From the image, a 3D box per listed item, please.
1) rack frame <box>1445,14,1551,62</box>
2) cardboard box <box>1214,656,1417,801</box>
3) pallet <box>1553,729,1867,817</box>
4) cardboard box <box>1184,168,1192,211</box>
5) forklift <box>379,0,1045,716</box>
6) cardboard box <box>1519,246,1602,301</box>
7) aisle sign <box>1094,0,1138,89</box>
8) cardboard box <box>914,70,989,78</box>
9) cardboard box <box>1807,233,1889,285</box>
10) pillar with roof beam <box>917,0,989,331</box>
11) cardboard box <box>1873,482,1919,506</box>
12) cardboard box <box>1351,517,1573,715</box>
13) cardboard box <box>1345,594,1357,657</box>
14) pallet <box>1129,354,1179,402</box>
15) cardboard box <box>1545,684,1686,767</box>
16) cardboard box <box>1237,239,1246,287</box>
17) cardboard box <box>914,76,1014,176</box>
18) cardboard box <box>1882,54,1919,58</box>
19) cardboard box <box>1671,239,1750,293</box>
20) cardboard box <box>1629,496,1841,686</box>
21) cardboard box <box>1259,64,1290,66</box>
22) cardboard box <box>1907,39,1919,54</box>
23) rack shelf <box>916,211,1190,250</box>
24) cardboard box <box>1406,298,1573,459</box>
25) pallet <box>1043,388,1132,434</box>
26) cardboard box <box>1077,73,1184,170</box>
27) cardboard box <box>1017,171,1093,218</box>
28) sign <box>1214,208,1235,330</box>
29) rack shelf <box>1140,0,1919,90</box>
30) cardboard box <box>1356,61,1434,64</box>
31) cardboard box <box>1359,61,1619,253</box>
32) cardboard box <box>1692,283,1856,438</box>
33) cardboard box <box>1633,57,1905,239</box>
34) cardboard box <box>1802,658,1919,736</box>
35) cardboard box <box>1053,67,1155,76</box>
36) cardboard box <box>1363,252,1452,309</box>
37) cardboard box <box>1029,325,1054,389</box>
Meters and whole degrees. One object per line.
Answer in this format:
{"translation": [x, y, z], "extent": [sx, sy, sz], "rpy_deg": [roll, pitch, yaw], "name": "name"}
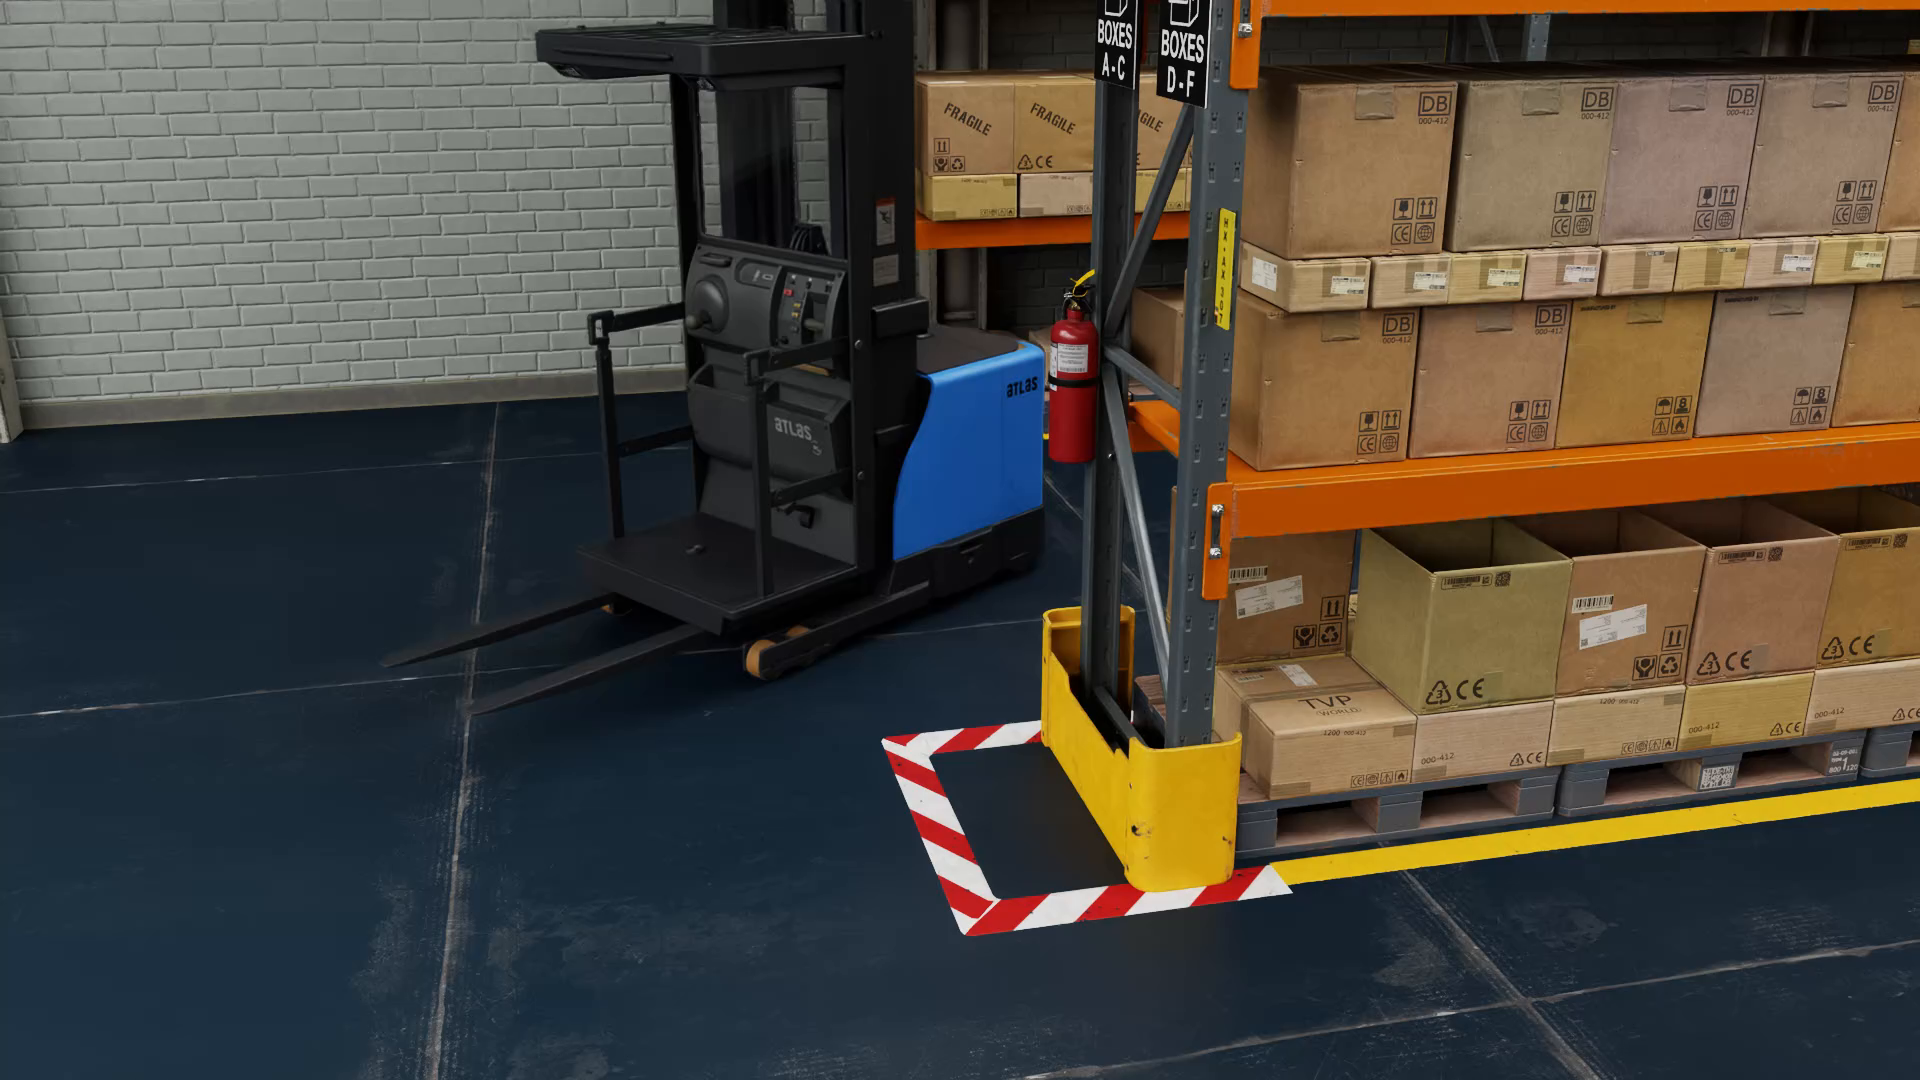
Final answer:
{"translation": [3.366, -2.473, 10.704], "extent": [0.127, 3.000, 1.000], "rpy_deg": [-5, 21, -12], "name": "rack frame"}
{"translation": [1.190, 0.628, 5.627], "extent": [0.500, 0.250, 0.500], "rpy_deg": [-5, 21, -12], "name": "cardboard box"}
{"translation": [2.536, 0.641, 6.257], "extent": [1.213, 0.211, 1.003], "rpy_deg": [-5, 21, -12], "name": "pallet"}
{"translation": [1.513, -2.151, 10.014], "extent": [0.500, 0.250, 0.500], "rpy_deg": [-4, 21, -12], "name": "cardboard box"}
{"translation": [-0.962, -1.001, 6.787], "extent": [1.130, 2.935, 3.031], "rpy_deg": [18, 26, 39], "name": "forklift"}
{"translation": [1.794, -0.869, 5.238], "extent": [0.250, 0.149, 0.380], "rpy_deg": [-5, 21, -13], "name": "cardboard box"}
{"translation": [0.485, -1.812, 5.121], "extent": [0.004, 0.787, 0.394], "rpy_deg": [-5, 21, -12], "name": "aisle sign"}
{"translation": [-0.117, -2.556, 10.029], "extent": [0.500, 0.500, 0.500], "rpy_deg": [-5, 21, -13], "name": "cardboard box"}
{"translation": [2.800, -0.951, 5.462], "extent": [0.250, 0.149, 0.380], "rpy_deg": [-4, 20, -11], "name": "cardboard box"}
{"translation": [0.946, -3.877, 5.816], "extent": [0.400, 9.000, 9.100], "rpy_deg": [-5, 21, -12], "name": "pillar with roof beam"}
{"translation": [3.619, 0.072, 6.053], "extent": [0.500, 0.500, 0.500], "rpy_deg": [-5, 21, -12], "name": "cardboard box"}
{"translation": [1.676, 0.235, 5.608], "extent": [0.500, 0.500, 0.500], "rpy_deg": [-5, 21, -12], "name": "cardboard box"}
{"translation": [1.555, 0.411, 6.219], "extent": [0.500, 0.250, 0.500], "rpy_deg": [-5, 21, -12], "name": "cardboard box"}
{"translation": [1.531, -1.001, 10.739], "extent": [1.213, 0.211, 1.003], "rpy_deg": [-5, 21, -12], "name": "pallet"}
{"translation": [2.162, 0.547, 5.846], "extent": [0.500, 0.250, 0.500], "rpy_deg": [-5, 21, -12], "name": "cardboard box"}
{"translation": [0.945, -0.944, 5.442], "extent": [0.250, 0.149, 0.380], "rpy_deg": [-5, 21, -13], "name": "cardboard box"}
{"translation": [0.007, -2.384, 9.562], "extent": [0.500, 0.500, 0.500], "rpy_deg": [-5, 21, -12], "name": "cardboard box"}
{"translation": [3.588, -1.393, 5.726], "extent": [0.500, 0.500, 0.700], "rpy_deg": [-5, 21, -13], "name": "cardboard box"}
{"translation": [2.301, -0.911, 5.353], "extent": [0.250, 0.149, 0.380], "rpy_deg": [-5, 21, -13], "name": "cardboard box"}
{"translation": [2.650, 0.158, 5.820], "extent": [0.500, 0.500, 0.500], "rpy_deg": [-5, 21, -12], "name": "cardboard box"}
{"translation": [1.870, -2.719, 10.476], "extent": [0.500, 0.500, 0.500], "rpy_deg": [-4, 21, -11], "name": "cardboard box"}
{"translation": [6.620, -3.280, 11.179], "extent": [0.250, 0.149, 0.380], "rpy_deg": [-8, 22, -22], "name": "cardboard box"}
{"translation": [1.420, -1.977, 10.396], "extent": [4.000, 0.370, 1.077], "rpy_deg": [-5, 21, -12], "name": "rack shelf"}
{"translation": [1.584, -0.621, 5.504], "extent": [0.500, 0.500, 0.700], "rpy_deg": [-4, 21, -11], "name": "cardboard box"}
{"translation": [0.346, -0.905, 10.479], "extent": [1.213, 0.211, 1.003], "rpy_deg": [-5, 21, -12], "name": "pallet"}
{"translation": [0.995, -2.459, 9.765], "extent": [0.500, 0.500, 0.500], "rpy_deg": [-5, 21, -14], "name": "cardboard box"}
{"translation": [0.523, -2.073, 9.803], "extent": [0.500, 0.250, 0.500], "rpy_deg": [-5, 21, -14], "name": "cardboard box"}
{"translation": [0.739, -0.756, 4.643], "extent": [0.005, 0.325, 0.100], "rpy_deg": [-5, 21, -12], "name": "sign"}
{"translation": [2.563, -1.727, 5.354], "extent": [4.000, 0.370, 1.077], "rpy_deg": [-5, 21, -12], "name": "rack shelf"}
{"translation": [2.861, -2.797, 10.687], "extent": [0.500, 0.500, 0.500], "rpy_deg": [-5, 21, -14], "name": "cardboard box"}
{"translation": [1.636, -1.235, 5.293], "extent": [0.500, 0.500, 0.700], "rpy_deg": [-5, 21, -14], "name": "cardboard box"}
{"translation": [2.580, -0.701, 5.723], "extent": [0.500, 0.500, 0.700], "rpy_deg": [-4, 21, -11], "name": "cardboard box"}
{"translation": [2.614, -1.315, 5.511], "extent": [0.500, 0.500, 0.700], "rpy_deg": [-5, 21, -12], "name": "cardboard box"}
{"translation": [3.137, 0.470, 6.058], "extent": [0.500, 0.250, 0.500], "rpy_deg": [-5, 21, -12], "name": "cardboard box"}
{"translation": [0.878, -2.635, 10.245], "extent": [0.500, 0.500, 0.500], "rpy_deg": [-5, 21, -14], "name": "cardboard box"}
{"translation": [1.305, -0.831, 5.133], "extent": [0.250, 0.149, 0.380], "rpy_deg": [-5, 21, -14], "name": "cardboard box"}
{"translation": [0.722, -1.170, 10.417], "extent": [0.500, 0.311, 0.500], "rpy_deg": [-3, 20, -8], "name": "cardboard box"}
